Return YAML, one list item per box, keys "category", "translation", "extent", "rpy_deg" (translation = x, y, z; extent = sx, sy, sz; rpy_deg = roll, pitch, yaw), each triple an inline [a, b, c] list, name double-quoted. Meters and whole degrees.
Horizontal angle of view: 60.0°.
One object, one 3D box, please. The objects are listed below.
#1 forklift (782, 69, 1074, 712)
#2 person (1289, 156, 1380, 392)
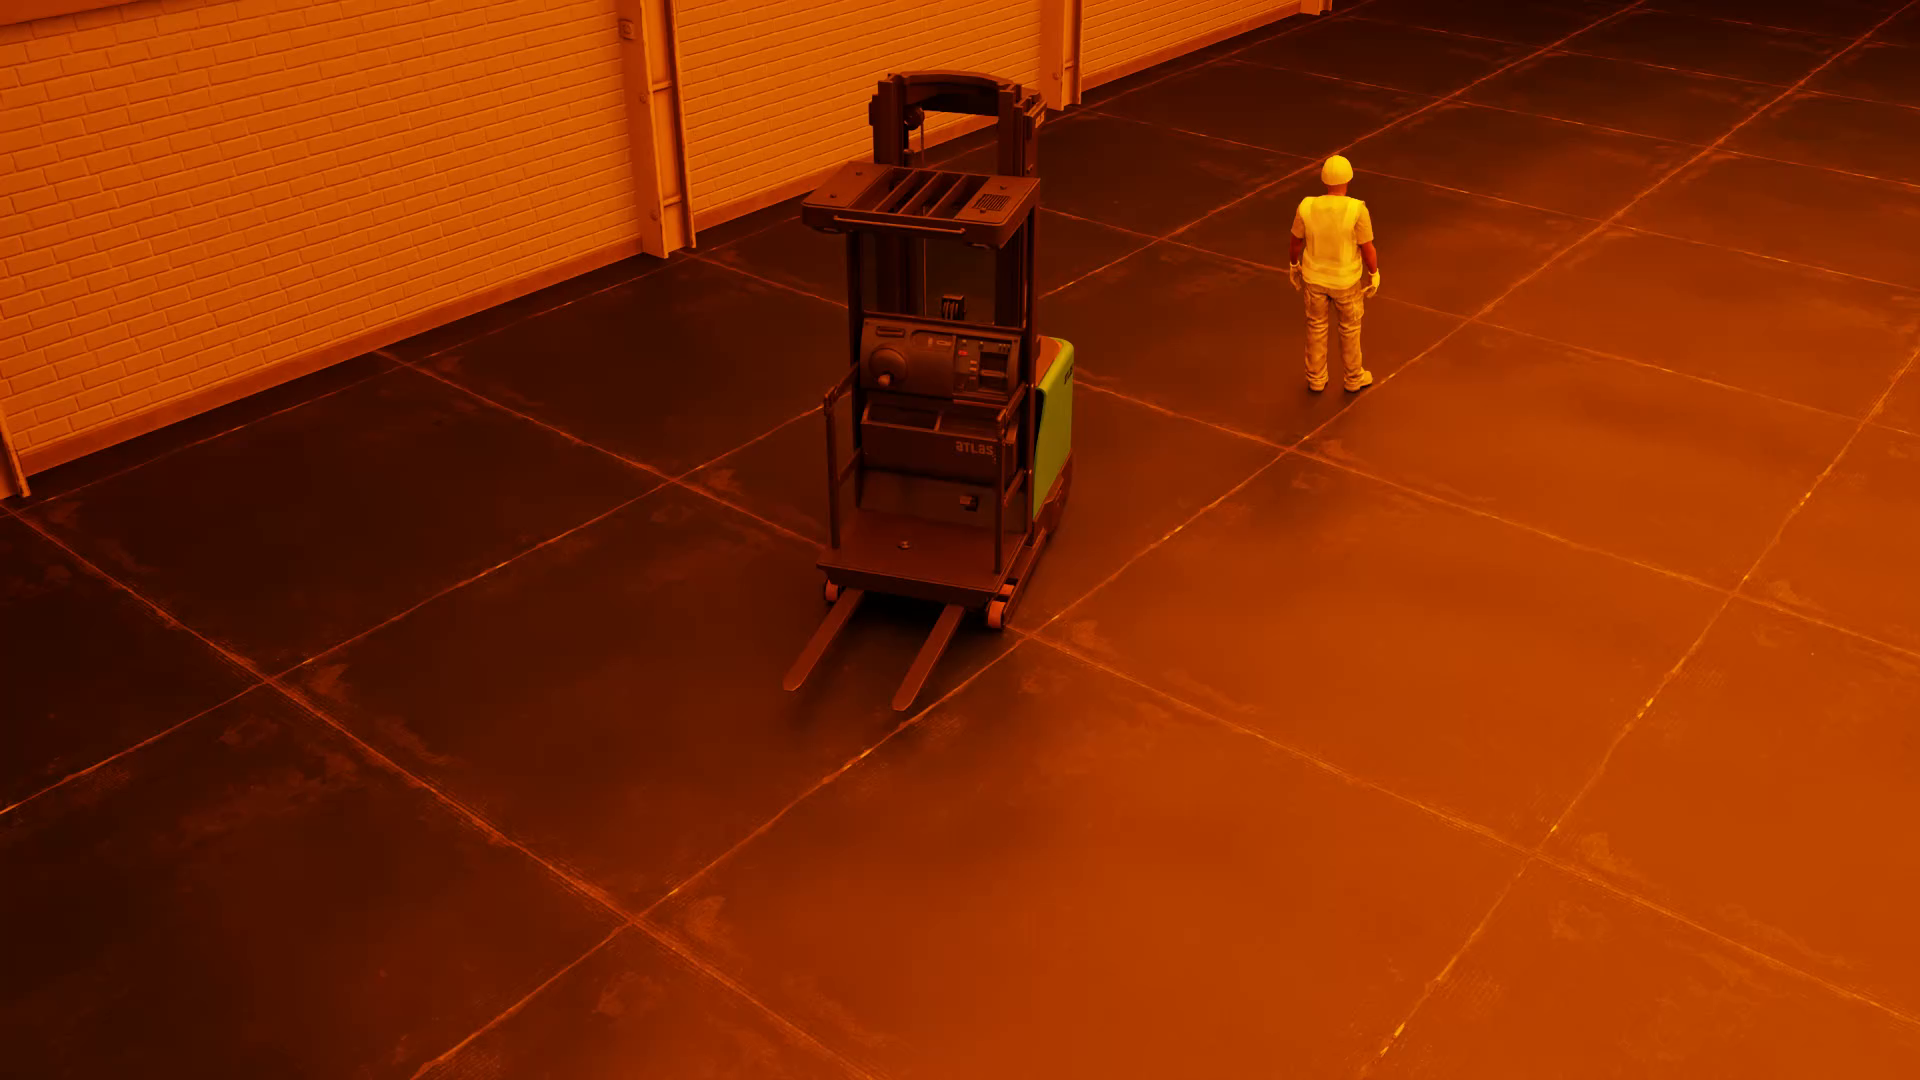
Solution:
- category: "forklift"
  translation: [-0.176, -0.972, 9.258]
  extent: [1.130, 2.935, 3.031]
  rpy_deg: [9, 31, 14]
- category: "person"
  translation: [2.717, -1.931, 12.023]
  extent: [0.656, 1.785, 0.575]
  rpy_deg: [16, 34, 25]
